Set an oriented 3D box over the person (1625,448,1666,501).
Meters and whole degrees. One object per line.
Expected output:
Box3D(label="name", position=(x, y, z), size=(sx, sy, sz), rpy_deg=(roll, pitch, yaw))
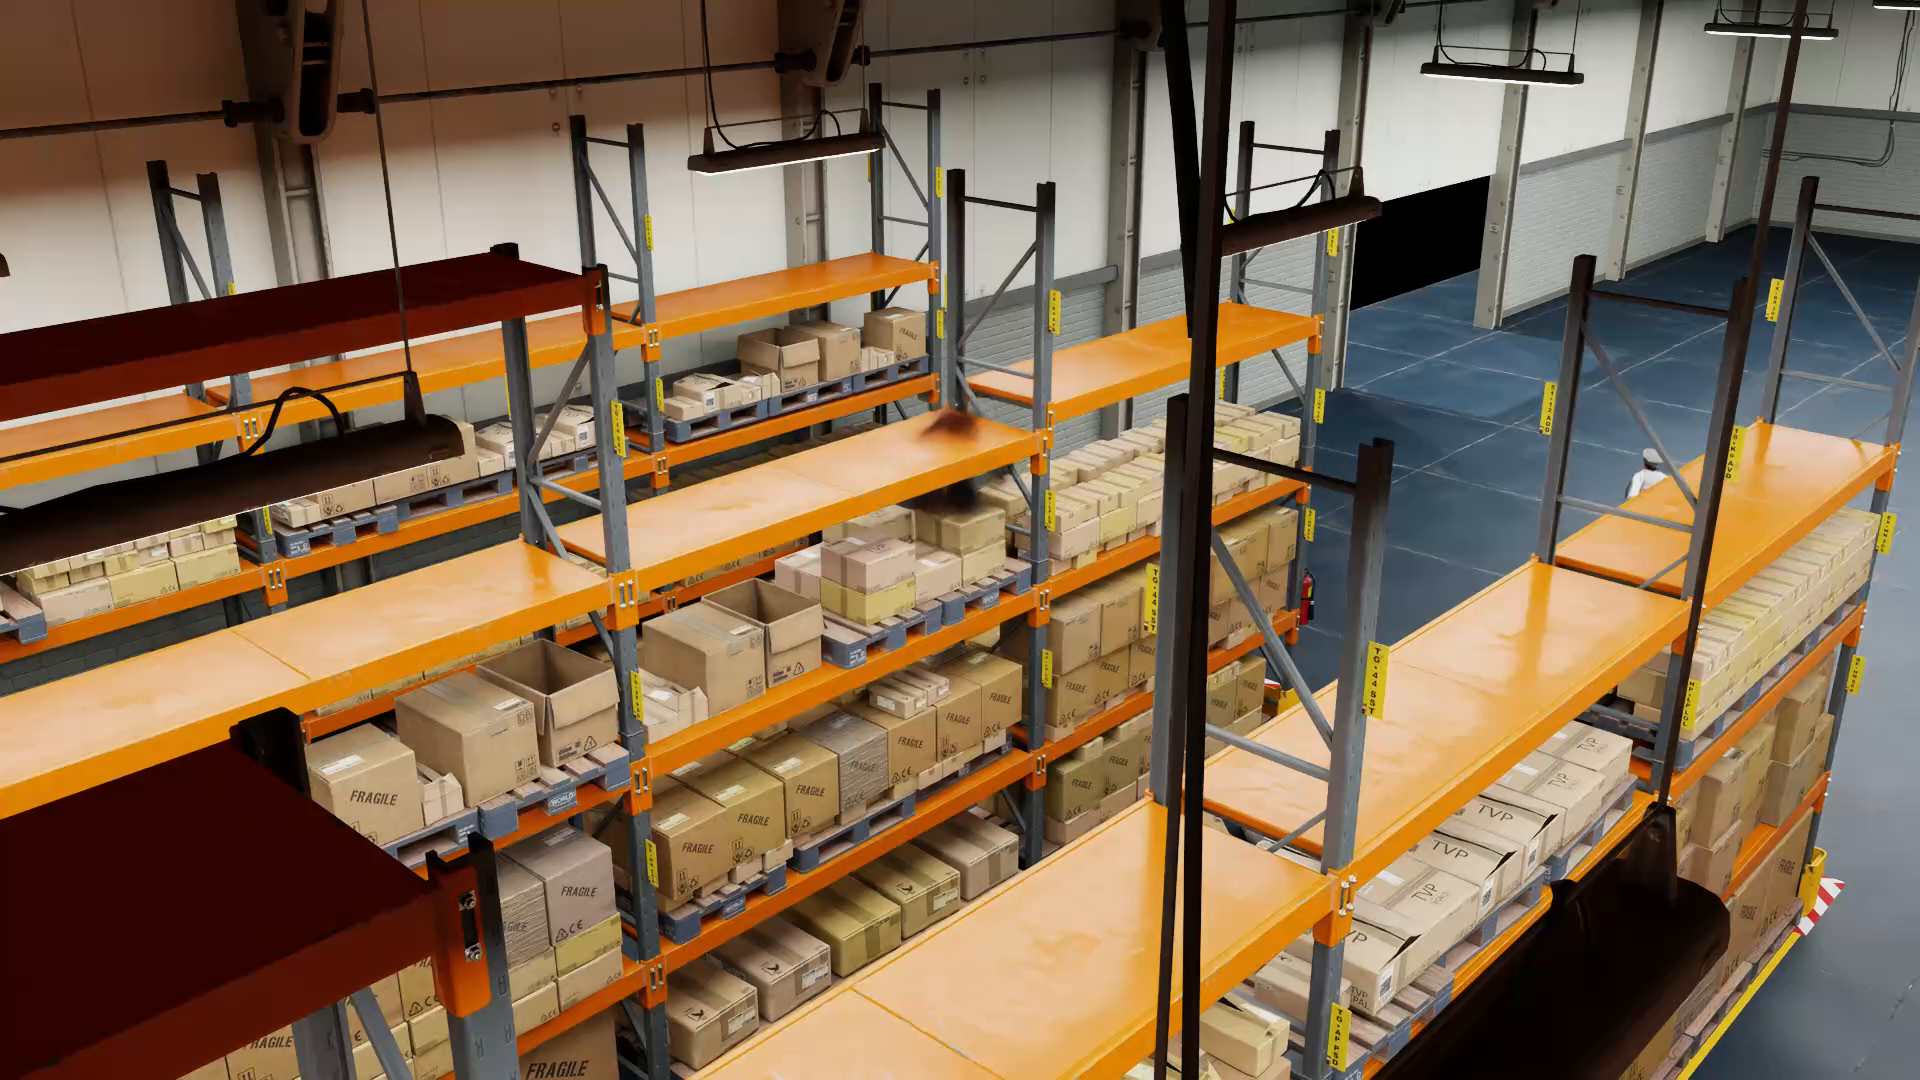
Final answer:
Box3D(label="person", position=(8.383, -0.295, 20.390), size=(0.631, 1.681, 0.899), rpy_deg=(-1, 21, -3))
